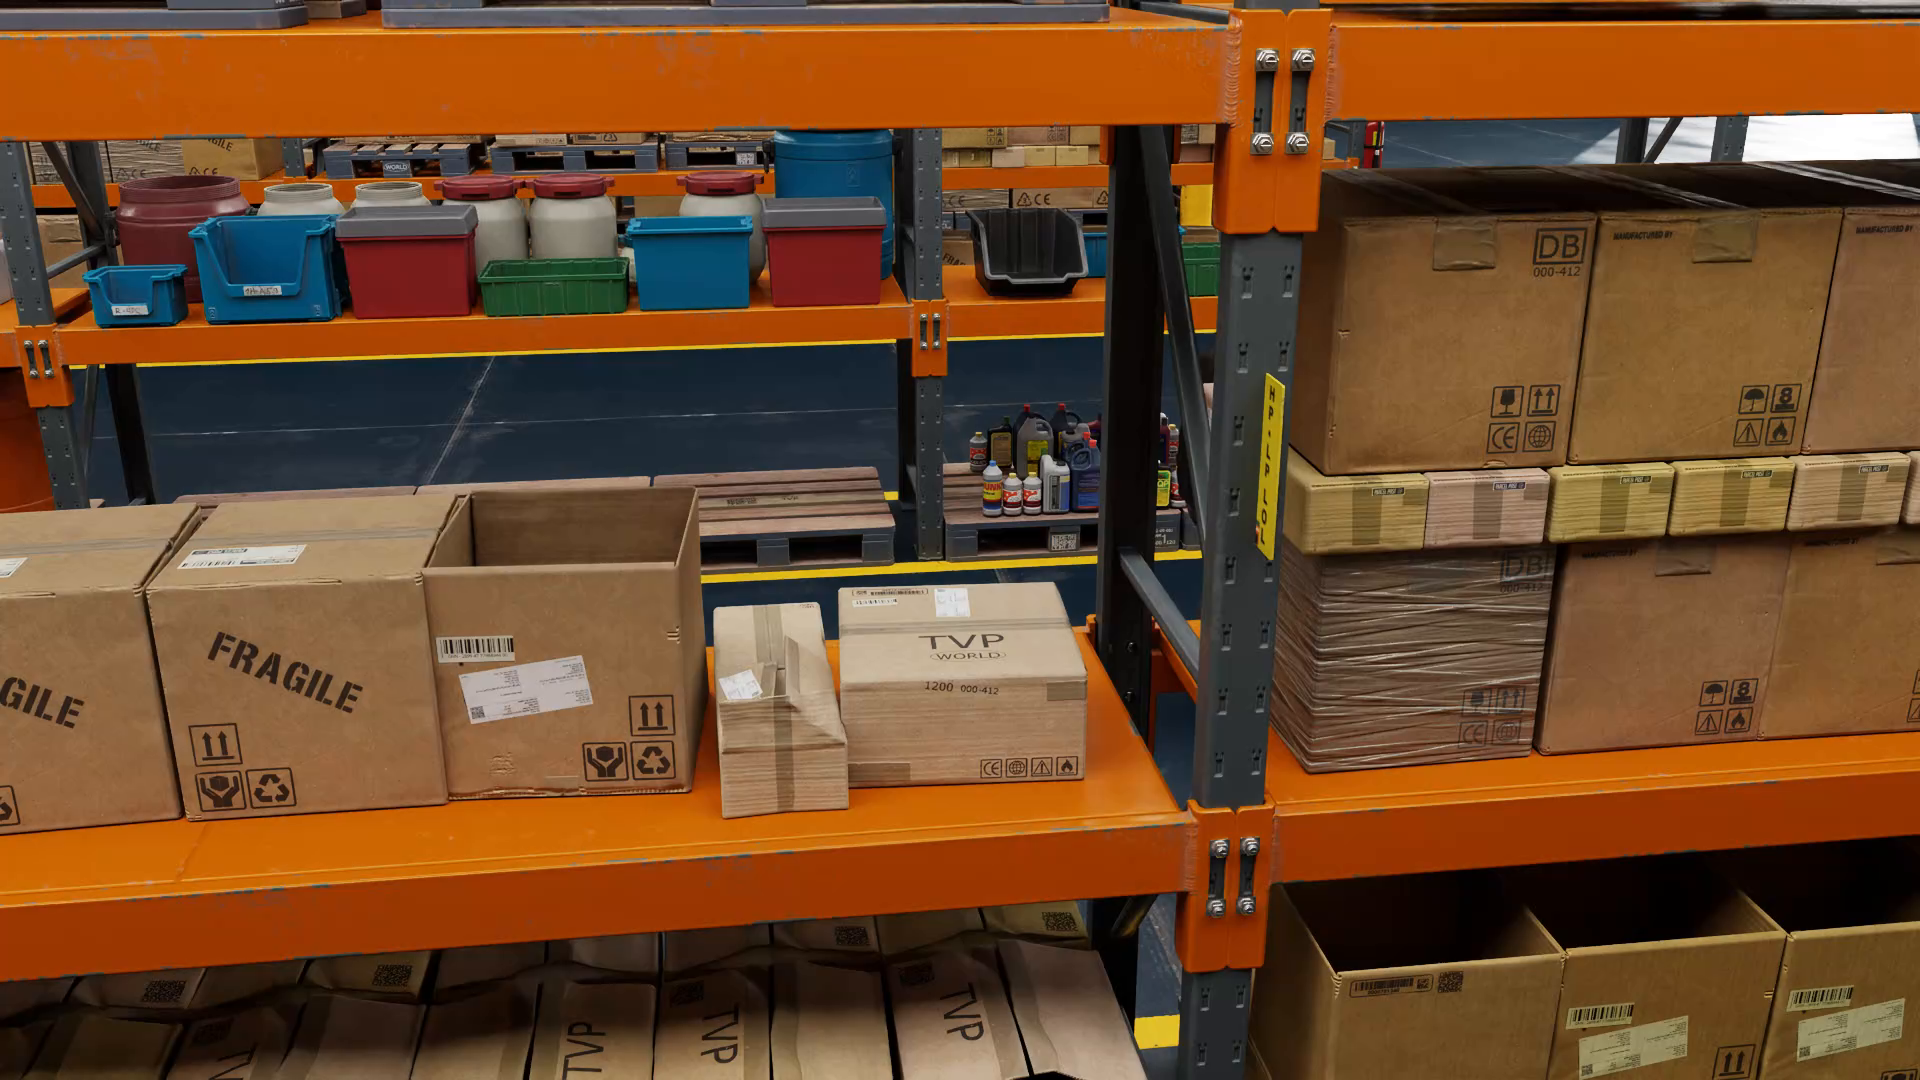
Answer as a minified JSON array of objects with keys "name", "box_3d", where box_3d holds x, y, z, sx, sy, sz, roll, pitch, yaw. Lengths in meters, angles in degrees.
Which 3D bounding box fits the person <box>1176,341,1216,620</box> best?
[{"name":"person","box_3d":[1.064,-0.152,6.528,0.419,1.721,0.581,-3,20,-7]}]
